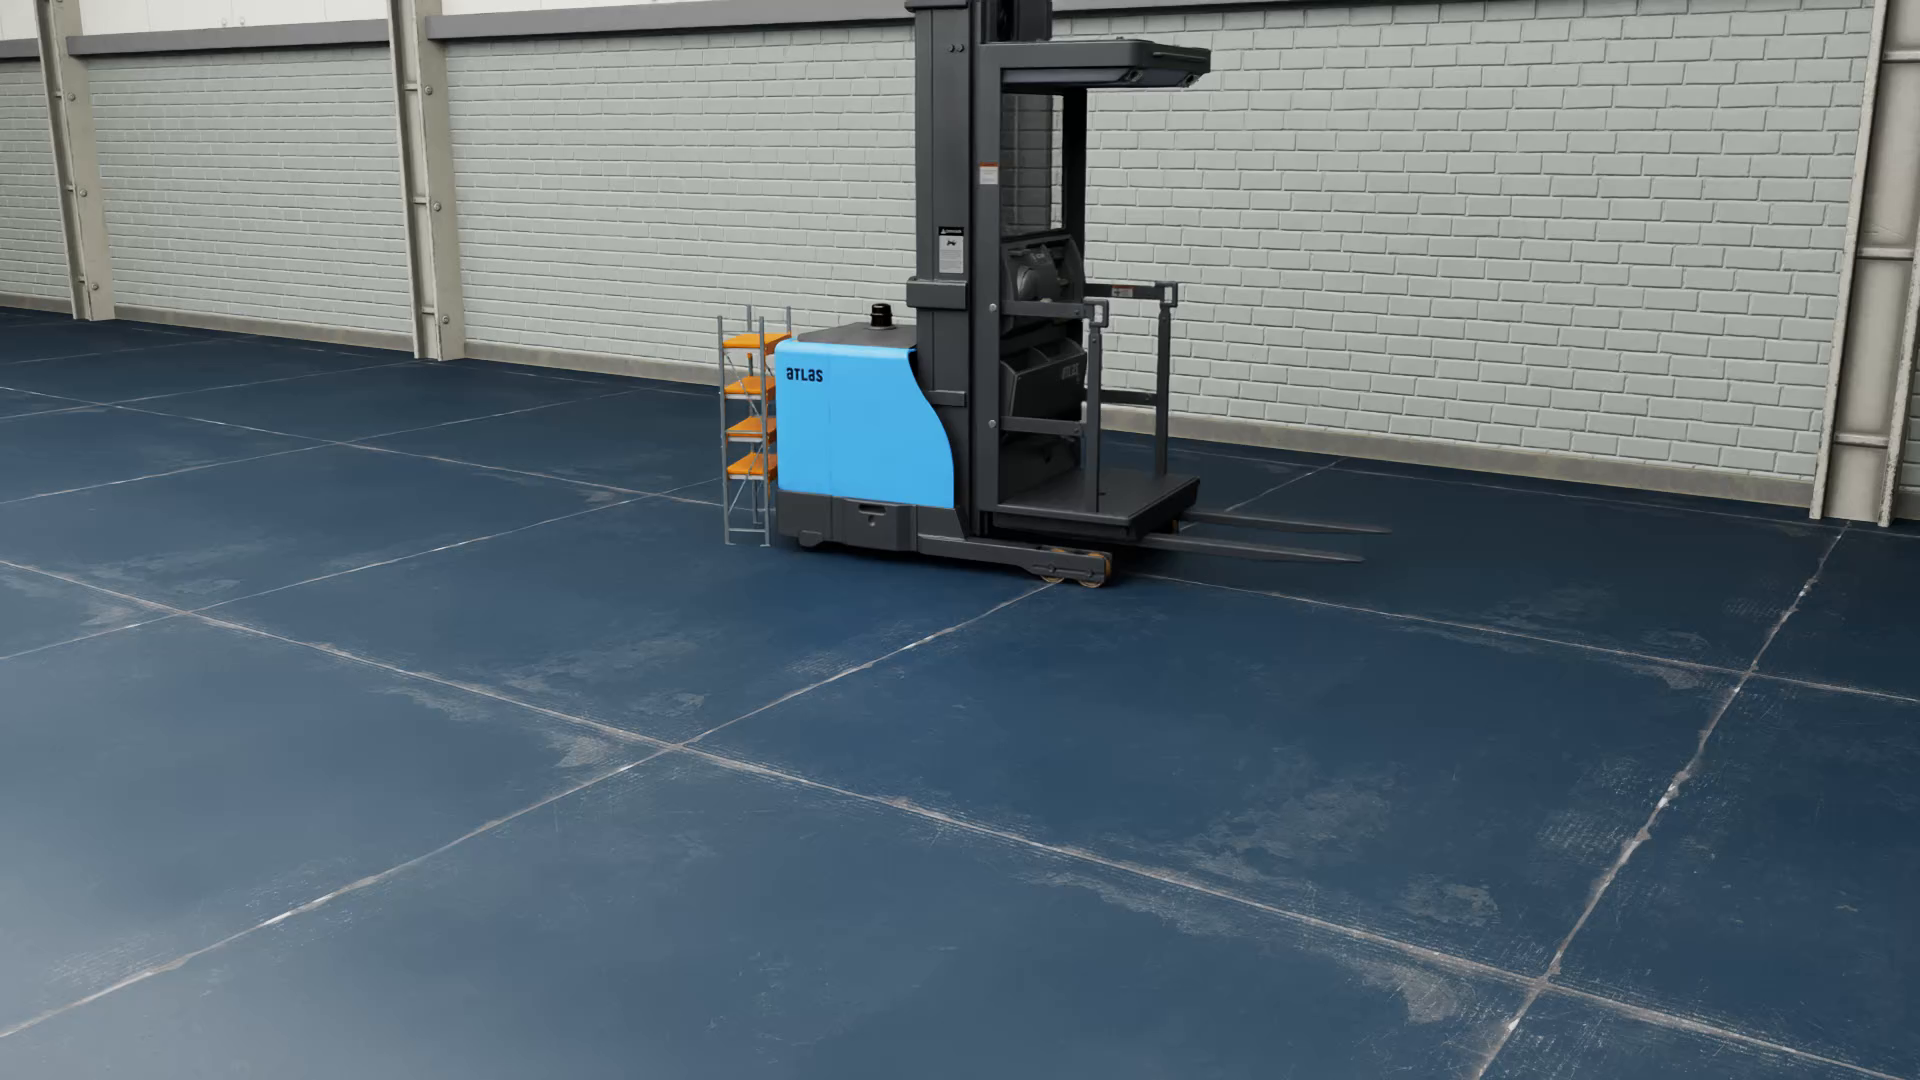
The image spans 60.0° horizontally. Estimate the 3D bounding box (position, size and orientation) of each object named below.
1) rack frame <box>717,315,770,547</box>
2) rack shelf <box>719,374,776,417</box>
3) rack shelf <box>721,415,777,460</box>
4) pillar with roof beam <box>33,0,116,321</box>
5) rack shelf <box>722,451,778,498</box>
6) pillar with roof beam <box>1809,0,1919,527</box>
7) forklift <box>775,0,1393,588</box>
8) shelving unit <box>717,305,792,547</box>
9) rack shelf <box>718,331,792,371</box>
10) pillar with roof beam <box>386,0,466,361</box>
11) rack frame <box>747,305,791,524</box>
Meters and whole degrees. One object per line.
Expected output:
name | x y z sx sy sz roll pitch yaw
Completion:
rack frame | -1.111 -0.553 8.561 0.240 1.200 0.015 3 14 10
rack shelf | -1.067 -0.763 8.757 0.258 0.148 0.480 3 14 10
rack shelf | -1.067 -0.546 8.810 0.258 0.148 0.480 3 14 10
pillar with roof beam | -12.326 -6.052 14.543 0.400 9.000 9.100 9 17 33
rack shelf | -1.067 -0.353 8.858 0.258 0.148 0.480 3 14 10
pillar with roof beam | 2.609 -3.638 4.792 0.400 9.000 9.100 9 17 33
forklift | 0.598 -1.339 8.134 3.031 2.935 1.130 7 15 25
shelving unit | -1.067 -0.611 8.794 0.258 1.200 0.503 3 14 10
rack shelf | -1.067 -0.992 8.700 0.258 0.148 0.480 3 14 10
pillar with roof beam | -7.348 -5.247 11.293 0.400 9.000 9.100 9 17 33
rack frame | -1.023 -0.669 9.027 0.240 1.200 0.015 3 14 10
